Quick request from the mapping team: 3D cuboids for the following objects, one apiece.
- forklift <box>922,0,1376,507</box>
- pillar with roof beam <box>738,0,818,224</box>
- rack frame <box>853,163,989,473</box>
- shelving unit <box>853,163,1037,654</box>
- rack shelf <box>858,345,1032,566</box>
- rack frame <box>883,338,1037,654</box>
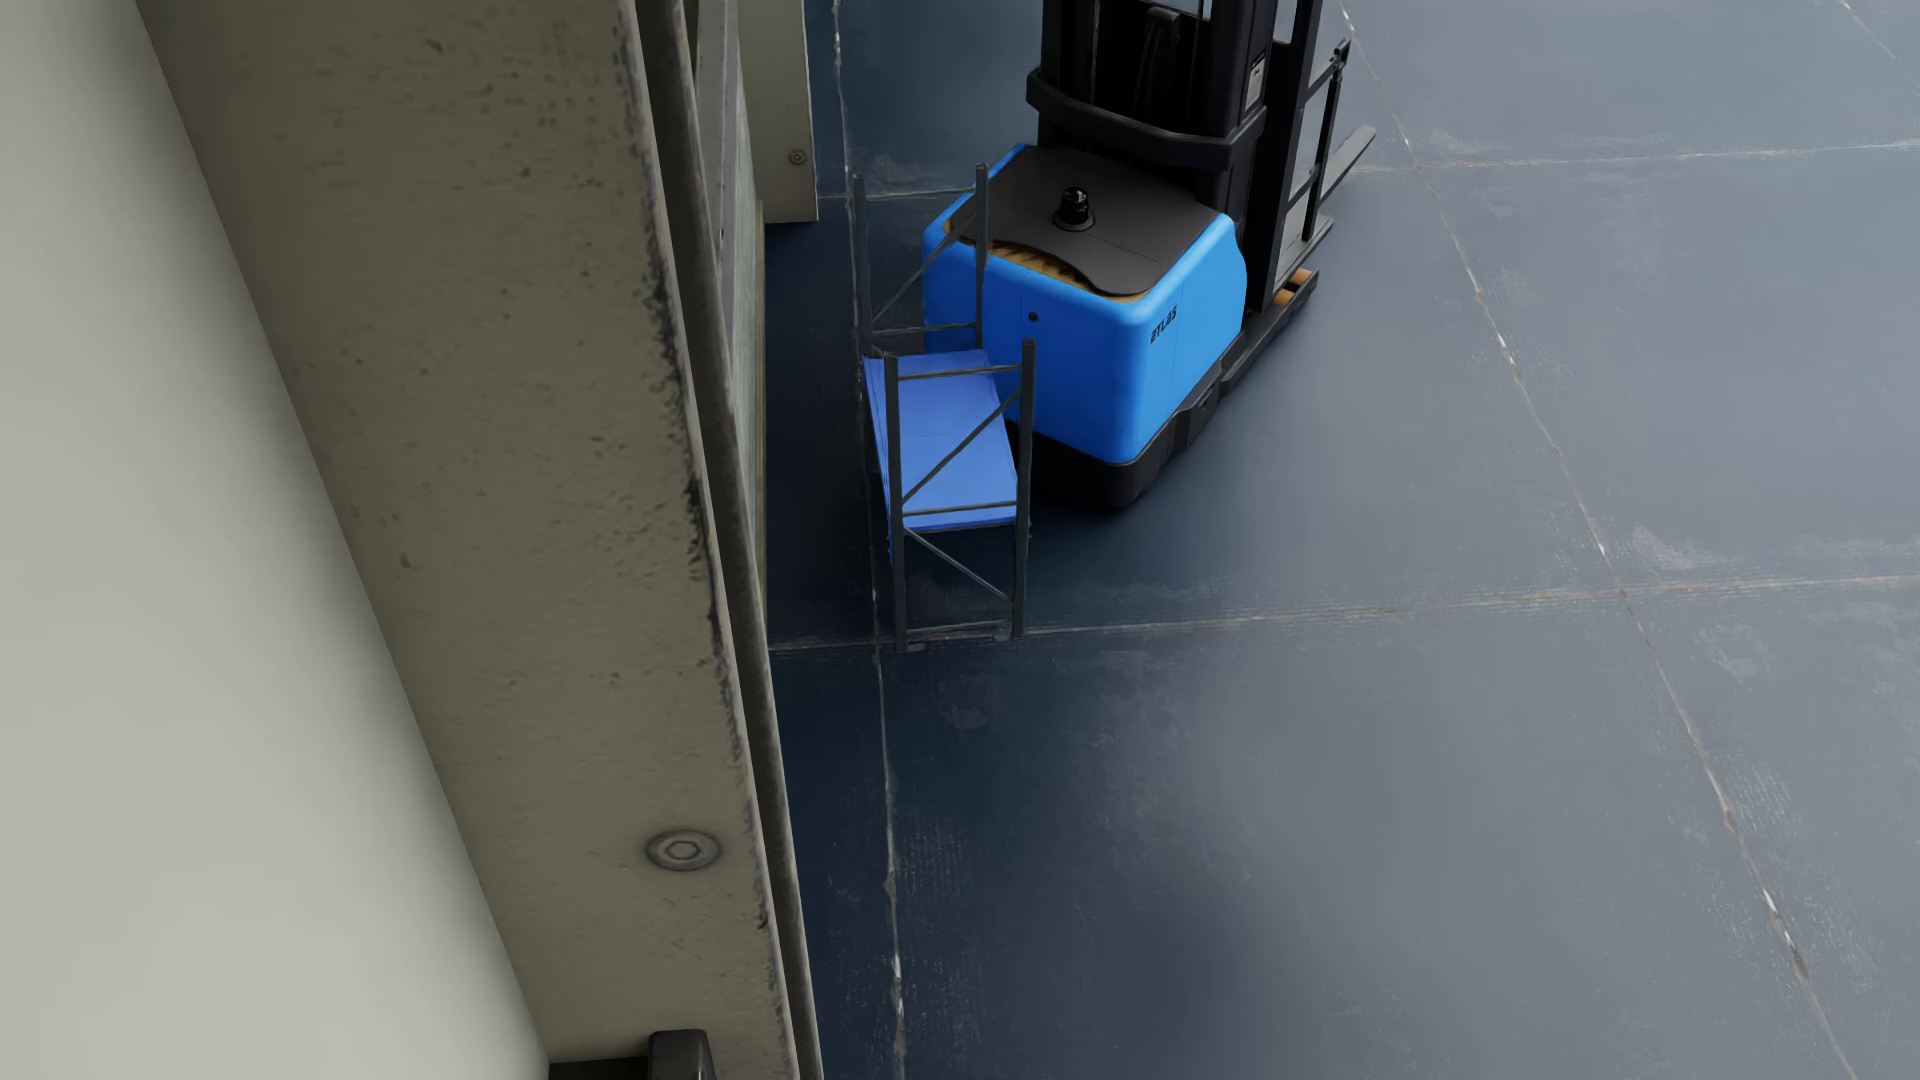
[{"bbox_3d":[1.052,-2.194,6.945,1.130,2.935,3.031,25,51,22],"label":"forklift"},{"bbox_3d":[3.402,-5.106,5.525,9.100,9.000,0.400,-3,47,-3],"label":"pillar with roof beam"},{"bbox_3d":[-0.145,-0.841,6.649,0.500,1.500,0.032,-6,47,-6],"label":"rack frame"},{"bbox_3d":[-0.072,-0.475,6.303,0.538,1.500,1.048,-6,47,-6],"label":"shelving unit"},{"bbox_3d":[-0.073,-0.352,6.434,0.538,0.185,1.000,-6,47,-6],"label":"rack shelf"},{"bbox_3d":[0.000,-0.110,5.957,0.500,1.500,0.032,-6,47,-6],"label":"rack frame"}]
